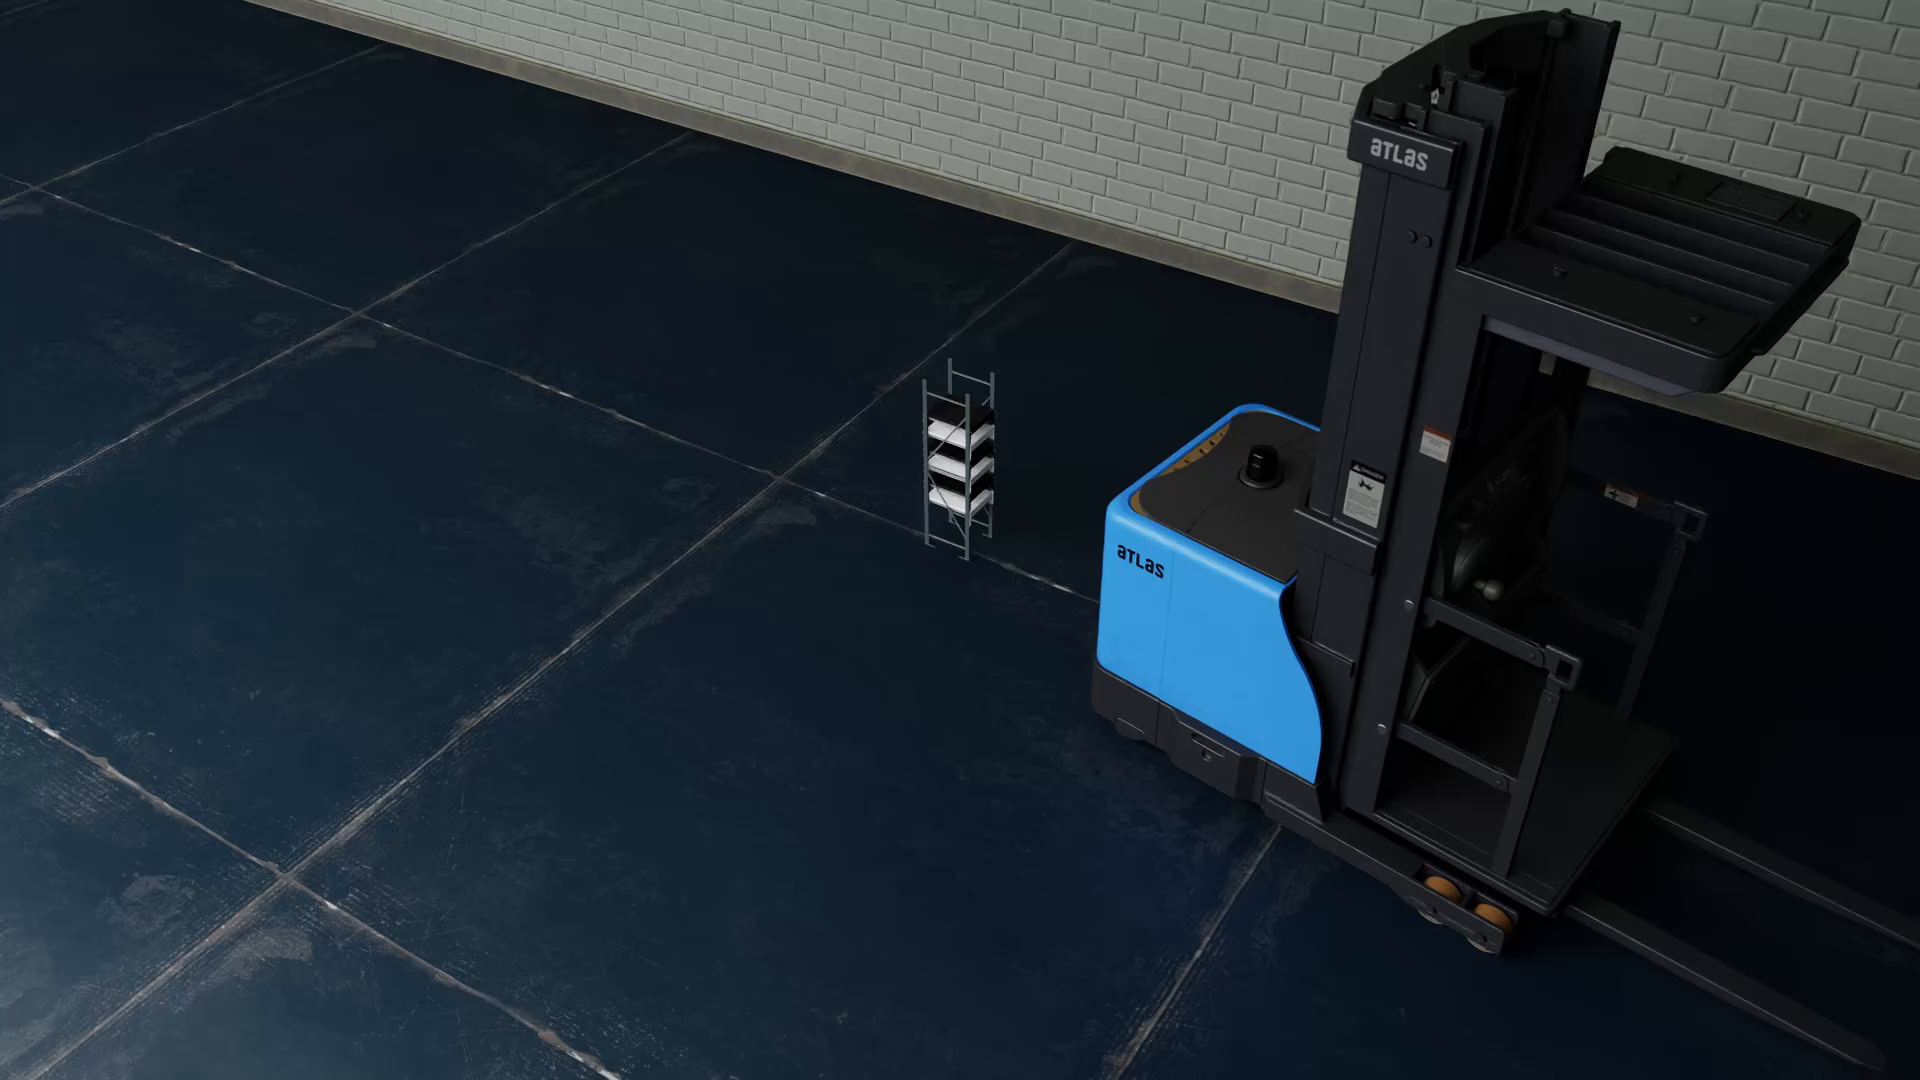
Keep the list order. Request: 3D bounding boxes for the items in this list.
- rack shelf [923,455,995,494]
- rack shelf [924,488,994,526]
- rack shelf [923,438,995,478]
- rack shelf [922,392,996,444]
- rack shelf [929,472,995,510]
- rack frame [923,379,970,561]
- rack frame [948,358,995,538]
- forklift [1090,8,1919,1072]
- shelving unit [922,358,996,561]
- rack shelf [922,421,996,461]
[{"bbox_3d":[-0.004,-0.326,7.490,0.258,0.077,0.200,21,42,25],"label":"rack shelf"},{"bbox_3d":[-0.004,-0.183,7.600,0.258,0.077,0.200,21,42,25],"label":"rack shelf"},{"bbox_3d":[-0.004,-0.397,7.435,0.258,0.077,0.200,21,42,25],"label":"rack shelf"},{"bbox_3d":[-0.004,-0.540,7.325,0.258,0.077,0.200,21,42,25],"label":"rack shelf"},{"bbox_3d":[-0.004,-0.255,7.545,0.258,0.077,0.200,21,42,25],"label":"rack shelf"},{"bbox_3d":[-0.059,-0.300,7.402,0.240,0.900,0.006,21,42,25],"label":"rack frame"},{"bbox_3d":[0.050,-0.405,7.538,0.240,0.900,0.006,21,42,25],"label":"rack frame"},{"bbox_3d":[1.973,-0.075,5.447,3.031,2.935,1.130,28,46,31],"label":"forklift"},{"bbox_3d":[-0.004,-0.352,7.470,0.258,0.900,0.210,21,42,25],"label":"shelving unit"},{"bbox_3d":[-0.004,-0.468,7.380,0.258,0.077,0.200,21,42,25],"label":"rack shelf"}]
